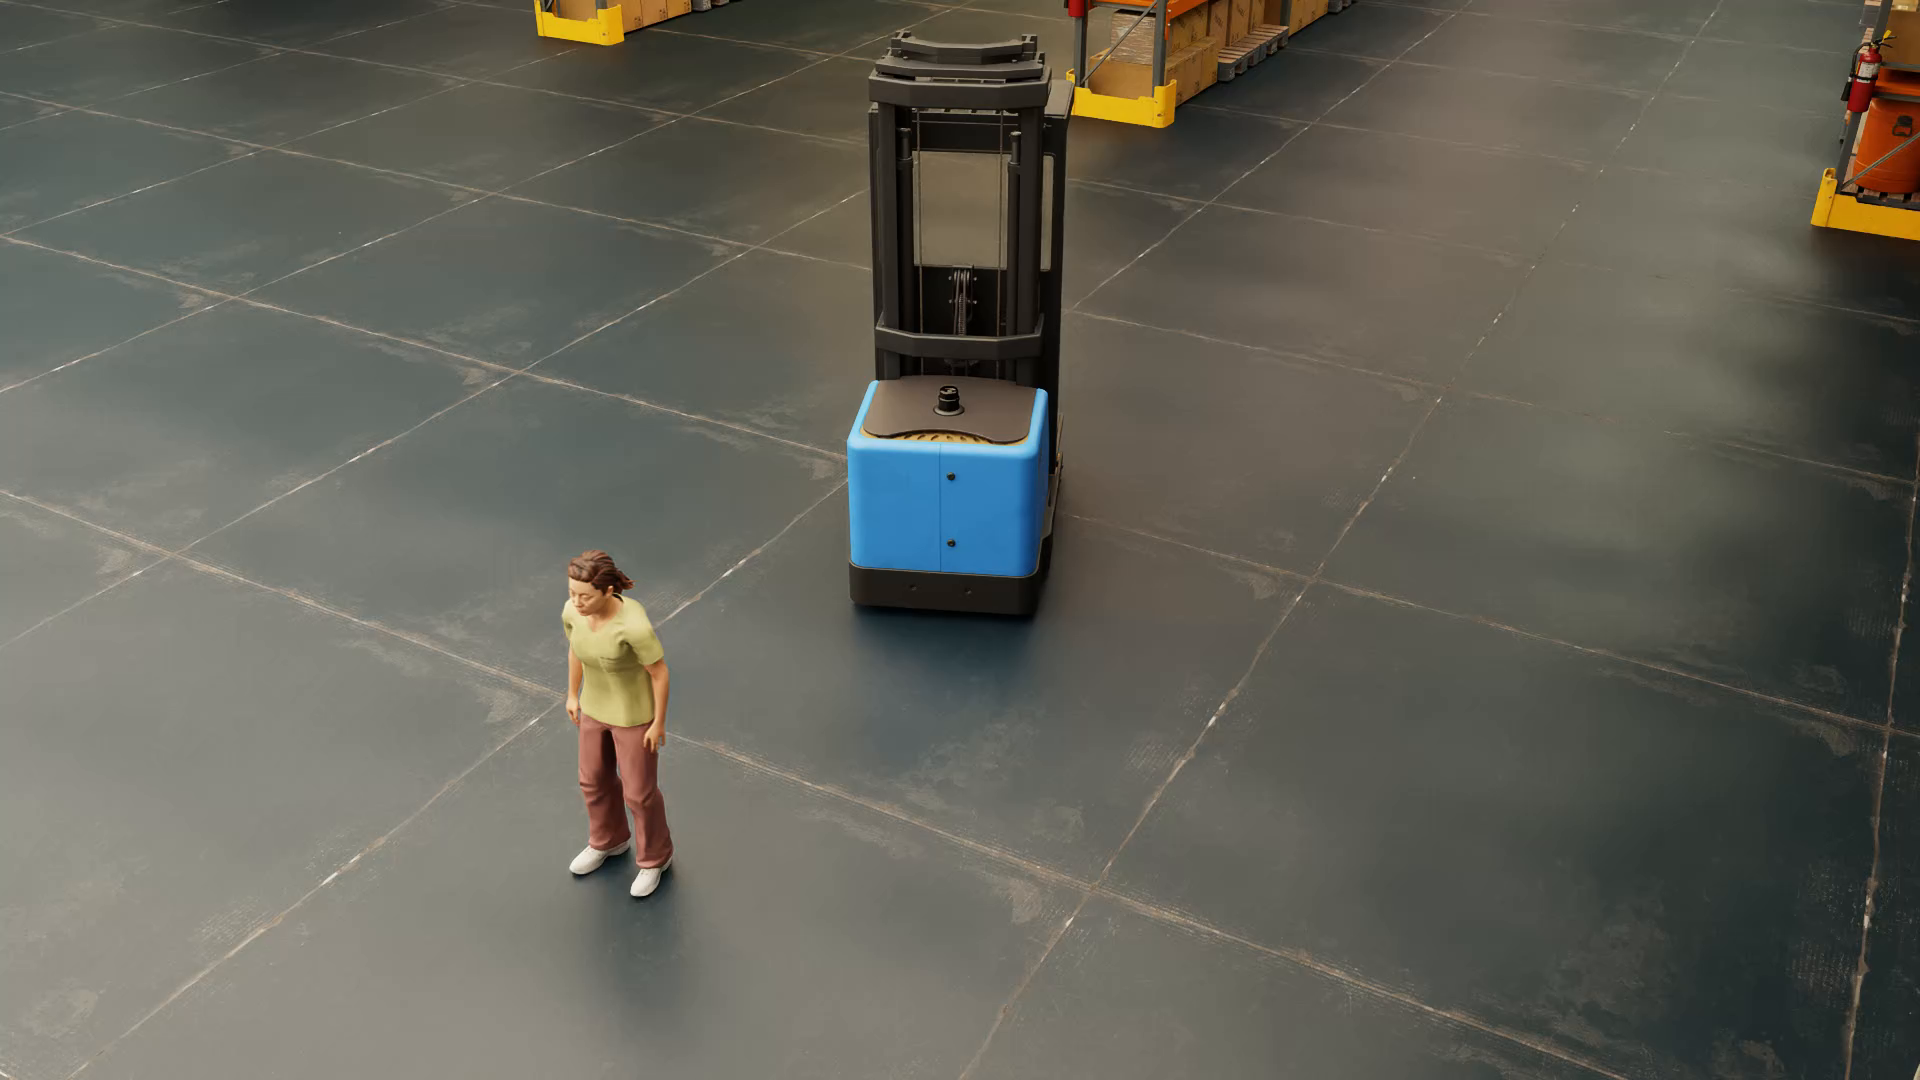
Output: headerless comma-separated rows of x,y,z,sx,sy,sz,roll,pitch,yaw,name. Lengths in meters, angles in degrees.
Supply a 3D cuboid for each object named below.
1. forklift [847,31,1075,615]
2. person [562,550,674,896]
0.072,-1.572,9.794,1.130,2.935,3.031,3,30,6,forklift
-1.455,0.747,7.036,0.501,1.673,0.352,15,33,24,person
